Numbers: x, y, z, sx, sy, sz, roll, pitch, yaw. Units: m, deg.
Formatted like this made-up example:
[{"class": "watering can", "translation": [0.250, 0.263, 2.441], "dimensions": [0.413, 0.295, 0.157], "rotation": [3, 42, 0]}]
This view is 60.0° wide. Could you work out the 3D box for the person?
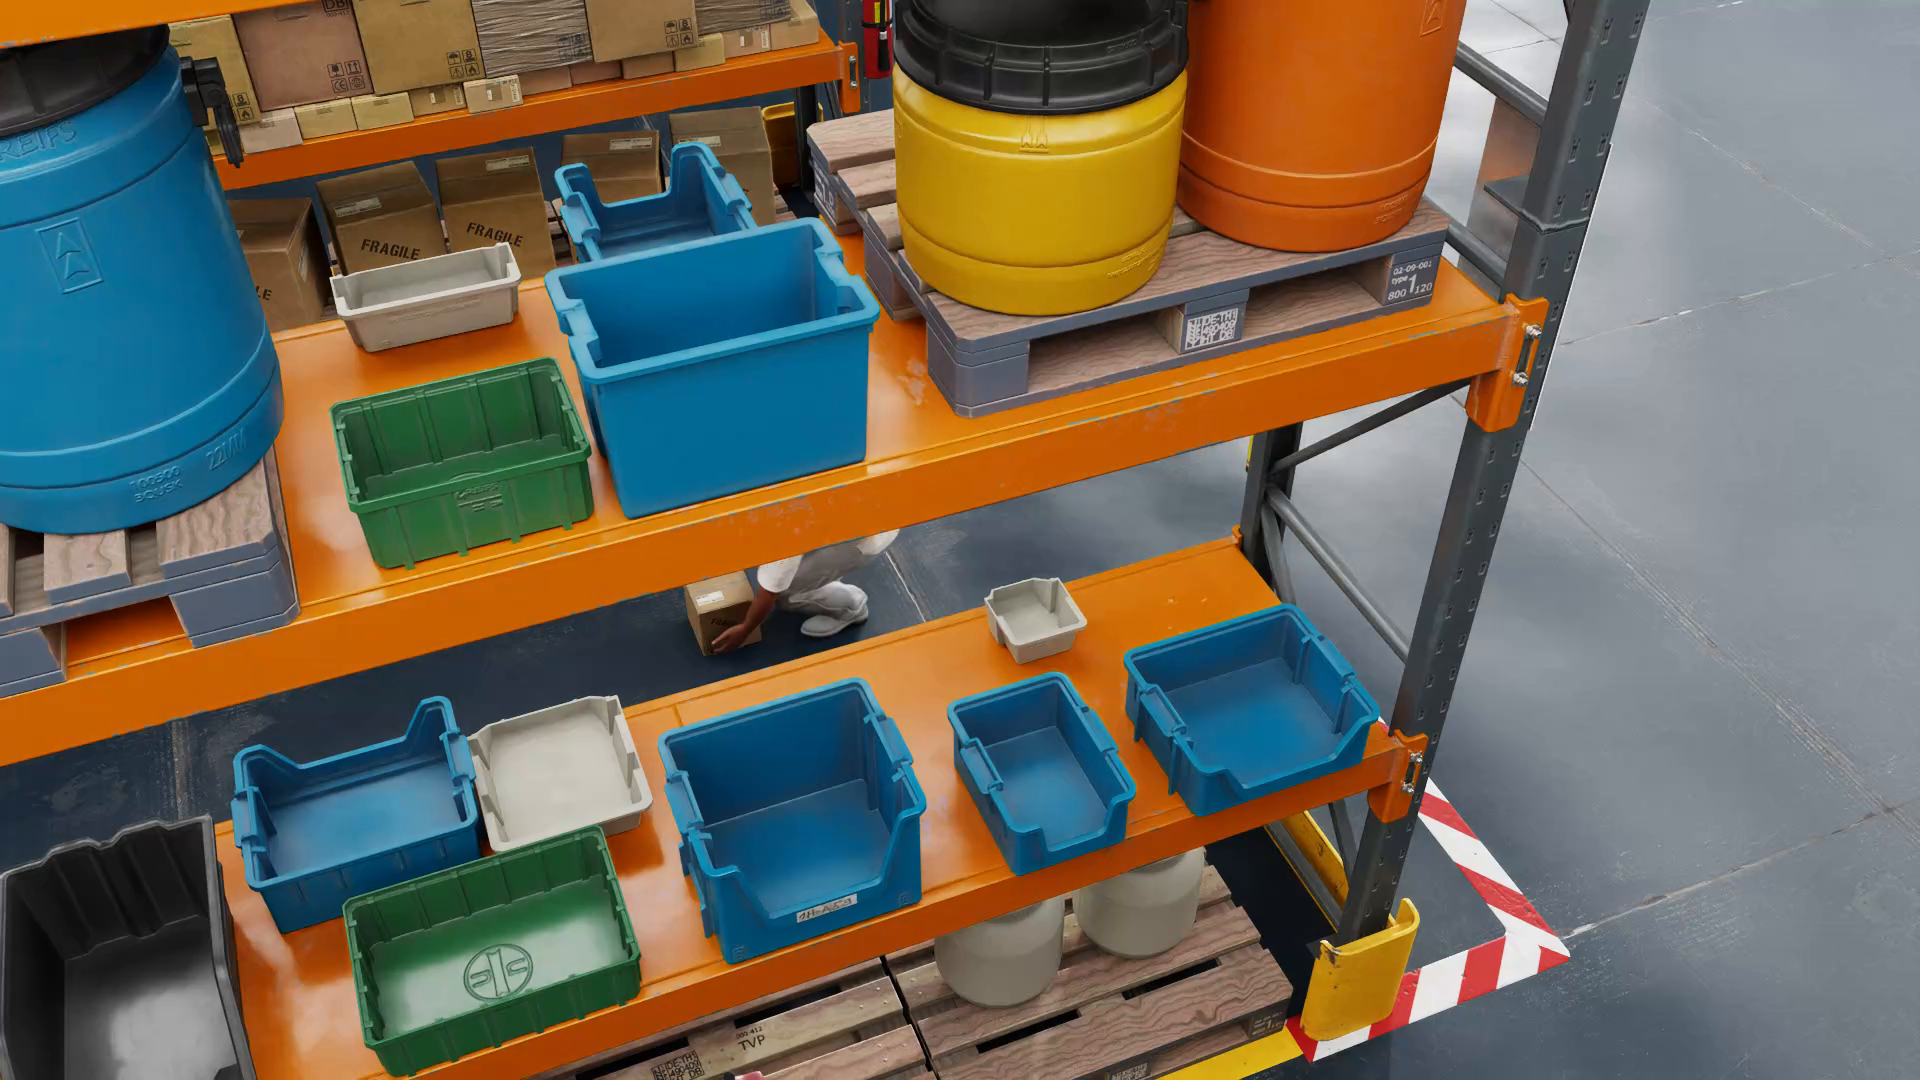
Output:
[{"class": "person", "translation": [-0.688, -0.001, 6.805], "dimensions": [0.895, 0.895, 0.560], "rotation": [-15, 44, -17]}]
